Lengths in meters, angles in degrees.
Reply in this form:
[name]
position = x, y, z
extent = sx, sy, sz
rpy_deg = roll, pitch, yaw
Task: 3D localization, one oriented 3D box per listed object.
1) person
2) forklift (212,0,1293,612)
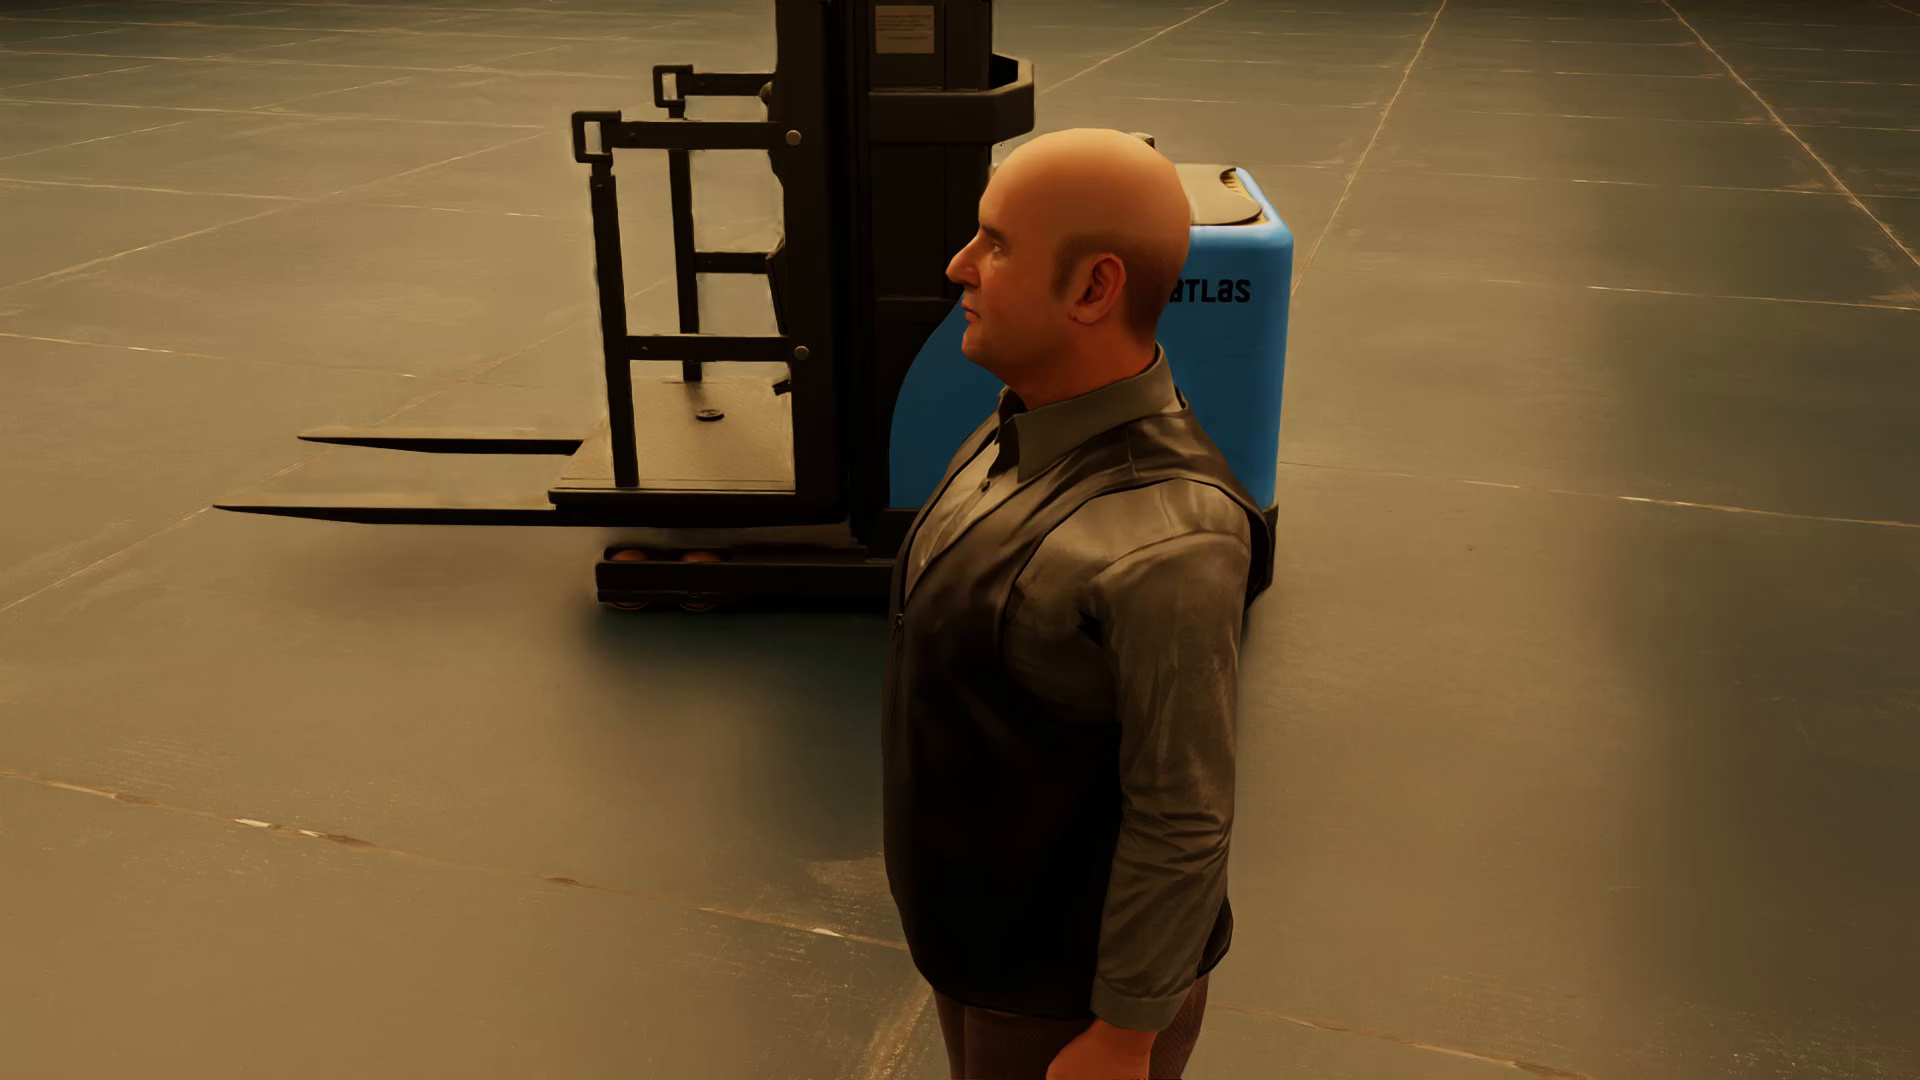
[person]
position = 0.090, 0.427, 1.832
extent = 0.362, 1.725, 0.535
rpy_deg = -4, 23, -10
[forklift]
position = -0.626, -1.355, 4.563
extent = 3.031, 2.935, 1.130
rpy_deg = 1, 22, 2
